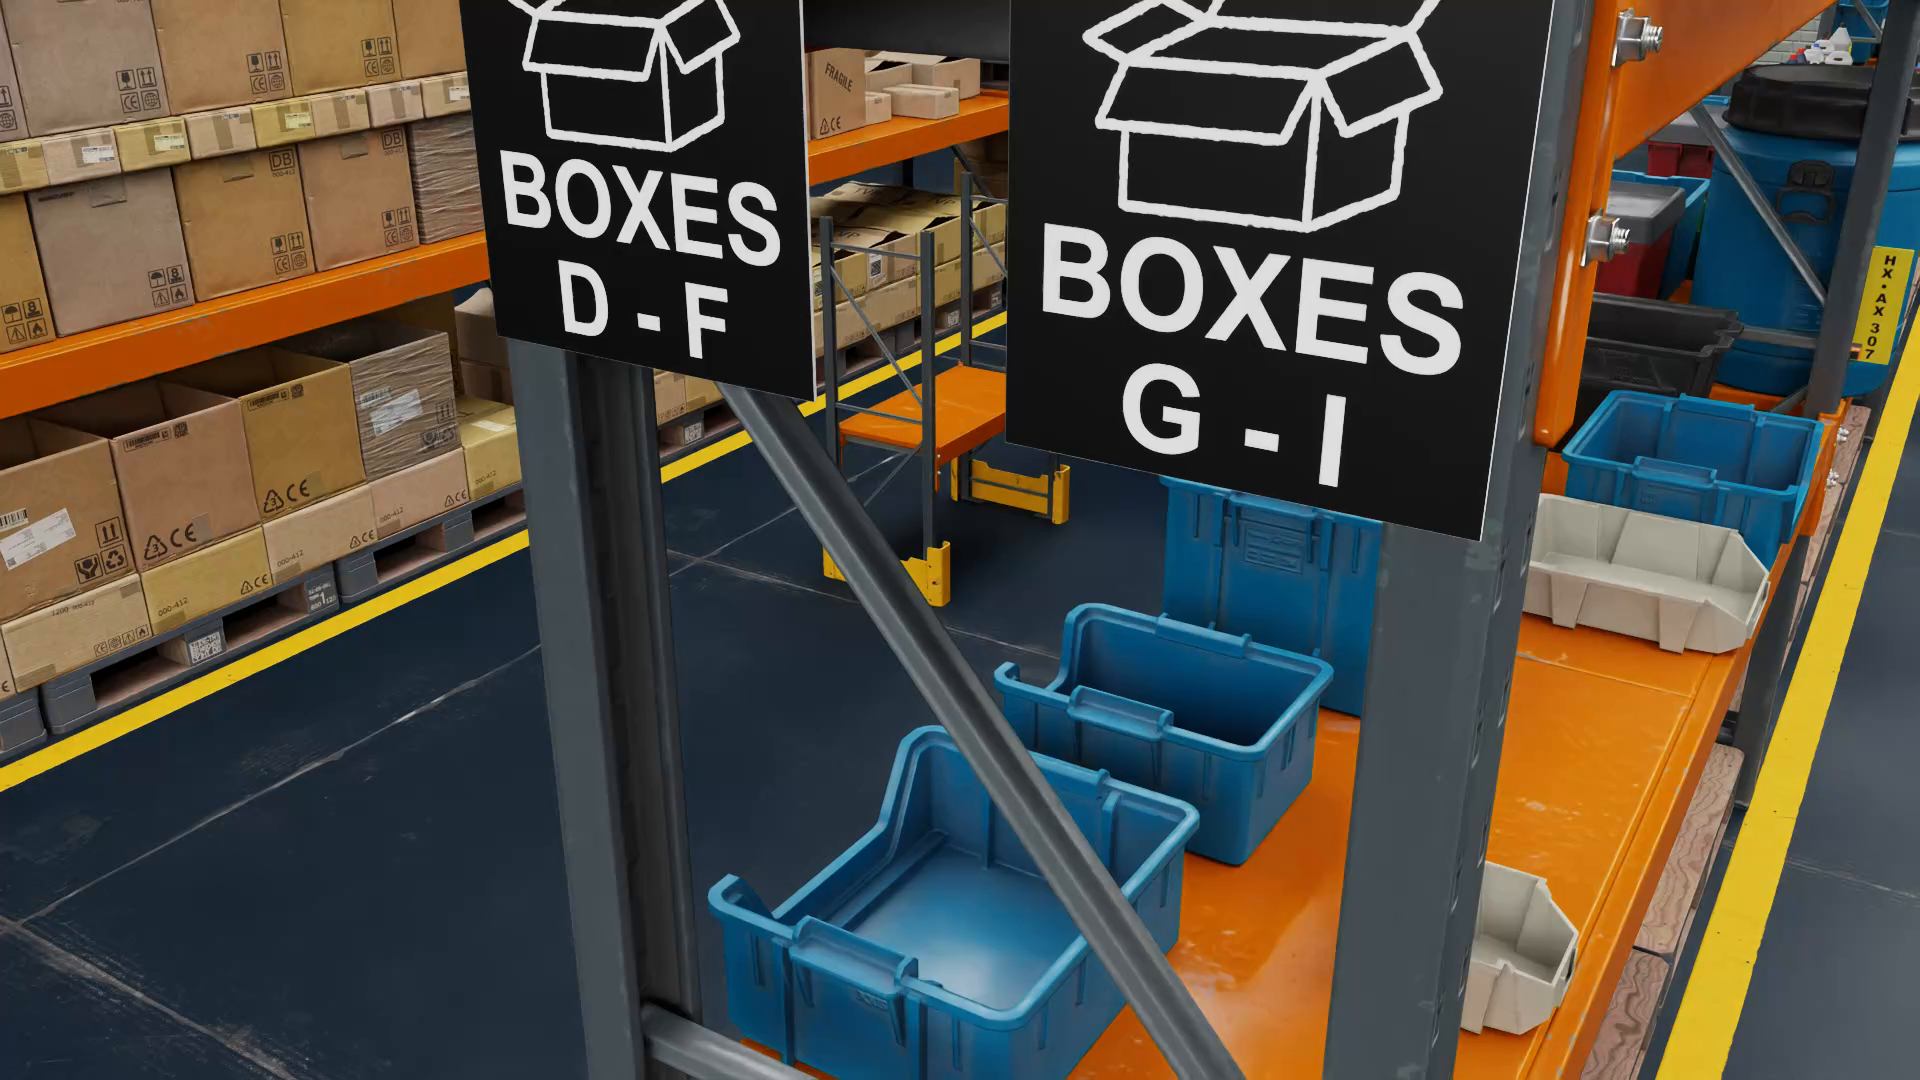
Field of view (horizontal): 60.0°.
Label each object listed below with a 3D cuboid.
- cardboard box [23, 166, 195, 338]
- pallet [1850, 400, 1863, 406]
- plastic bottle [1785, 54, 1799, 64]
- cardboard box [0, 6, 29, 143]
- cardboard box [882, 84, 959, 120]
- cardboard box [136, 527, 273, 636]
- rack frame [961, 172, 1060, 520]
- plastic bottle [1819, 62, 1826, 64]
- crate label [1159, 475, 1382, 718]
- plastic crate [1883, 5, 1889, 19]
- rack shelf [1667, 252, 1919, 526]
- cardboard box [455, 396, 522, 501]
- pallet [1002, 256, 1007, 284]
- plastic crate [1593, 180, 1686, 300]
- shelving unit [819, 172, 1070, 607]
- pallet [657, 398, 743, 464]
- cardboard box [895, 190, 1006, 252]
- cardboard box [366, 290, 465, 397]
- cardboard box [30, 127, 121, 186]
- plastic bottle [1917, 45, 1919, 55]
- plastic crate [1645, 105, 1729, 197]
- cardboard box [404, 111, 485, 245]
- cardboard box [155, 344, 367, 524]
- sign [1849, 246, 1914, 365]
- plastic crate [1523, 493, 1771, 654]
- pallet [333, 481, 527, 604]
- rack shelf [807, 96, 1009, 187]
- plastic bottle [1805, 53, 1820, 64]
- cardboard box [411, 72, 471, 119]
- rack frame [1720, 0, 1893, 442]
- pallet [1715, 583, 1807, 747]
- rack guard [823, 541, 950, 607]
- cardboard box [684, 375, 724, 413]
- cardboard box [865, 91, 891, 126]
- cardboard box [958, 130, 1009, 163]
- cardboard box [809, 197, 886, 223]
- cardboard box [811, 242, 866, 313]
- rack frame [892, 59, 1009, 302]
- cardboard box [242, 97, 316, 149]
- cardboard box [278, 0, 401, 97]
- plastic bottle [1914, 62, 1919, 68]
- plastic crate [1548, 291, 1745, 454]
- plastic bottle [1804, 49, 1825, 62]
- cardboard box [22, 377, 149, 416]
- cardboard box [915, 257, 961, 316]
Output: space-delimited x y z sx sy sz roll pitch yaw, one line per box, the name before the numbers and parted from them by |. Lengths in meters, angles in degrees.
cardboard box | -3.140 -1.058 5.791 0.700 0.500 0.500 15 27 31
pallet | 4.595 -0.990 9.270 1.003 0.211 1.213 14 27 29
plastic bottle | 4.788 -2.629 9.608 0.144 0.351 0.185 14 27 29
cardboard box | -3.388 -1.497 5.173 0.700 0.500 0.500 14 27 29
cardboard box | -0.231 -2.557 9.697 0.380 0.149 0.250 14 27 29
cardboard box | -2.947 0.095 6.187 0.500 0.250 0.500 14 27 29
rack frame | 0.223 -0.831 7.282 0.500 1.500 0.032 14 27 29
plastic bottle | 5.081 -2.689 9.848 0.097 0.271 0.097 0 23 0
crate label | 0.736 0.011 3.403 0.502 0.435 0.616 14 27 29
plastic crate | 7.172 -4.085 13.046 0.416 0.233 0.300 14 27 29
rack shelf | 3.160 -0.989 6.665 1.077 0.370 4.000 14 27 29
cardboard box | -2.160 -0.412 7.359 0.500 0.250 0.500 14 27 29
pallet | 0.434 -1.998 11.600 1.003 0.211 1.213 14 27 29
plastic crate | 2.100 -0.901 5.476 0.402 0.464 0.583 14 27 29
shelving unit | -0.040 -0.663 6.893 0.587 1.500 1.083 14 27 29
pallet | -1.746 -0.661 8.511 1.003 0.211 1.213 14 27 29
cardboard box | -0.059 -1.994 10.306 0.500 0.311 0.500 15 27 30
cardboard box | -2.612 -0.868 7.468 0.500 0.500 0.500 14 27 29
cardboard box | -3.010 -1.283 5.496 0.380 0.149 0.250 14 27 29
plastic bottle | 5.898 -2.911 10.260 0.144 0.351 0.185 14 27 29
plastic crate | 3.102 -1.543 6.957 0.402 0.464 0.583 14 27 29
cardboard box | -2.330 -1.579 6.995 0.700 0.500 0.500 13 27 28
cardboard box | -2.695 -0.421 6.434 0.500 0.500 0.500 14 27 29
sign | 2.566 -0.652 4.633 0.100 0.325 0.005 14 27 29
plastic crate | 1.463 0.078 3.627 0.530 0.136 0.437 14 27 29
pallet | -2.557 -0.144 7.318 1.003 0.211 1.213 14 27 29
rack shelf | -1.047 -2.029 9.066 1.077 0.370 4.000 14 27 29
plastic bottle | 5.146 -2.820 10.146 0.152 0.276 0.135 14 27 29
cardboard box | -2.195 -1.808 6.707 0.380 0.149 0.250 13 27 28
rack frame | 4.215 -1.994 8.082 1.000 3.000 0.127 14 27 29
pallet | 2.486 0.362 6.148 1.003 0.211 1.213 14 27 29
rack guard | -0.303 0.079 6.753 0.587 0.250 0.087 14 27 29
cardboard box | -1.407 -0.871 8.419 0.500 0.250 0.500 15 27 30
cardboard box | -0.616 -2.476 9.511 0.380 0.149 0.250 16 28 33
cardboard box | 0.328 -2.817 11.631 0.500 0.250 0.500 15 28 31
cardboard box | -0.787 -1.928 10.154 0.500 0.311 0.500 13 27 28
cardboard box | -0.862 -1.478 9.116 0.500 0.311 0.500 15 27 30
rack frame | 0.008 -3.034 10.482 1.000 3.000 0.127 14 27 29
cardboard box | -2.601 -1.548 6.107 0.380 0.149 0.250 14 27 29
cardboard box | -2.596 -2.003 6.342 0.700 0.500 0.500 14 27 29
plastic bottle | 5.624 -2.687 9.844 0.097 0.271 0.097 0 23 0
plastic crate | 1.720 -0.466 4.629 0.767 0.338 0.504 14 27 29
plastic bottle | 5.268 -2.899 10.326 0.152 0.276 0.135 14 27 29
cardboard box | -3.402 -0.361 6.297 0.500 0.500 0.500 14 27 29
cardboard box | -0.331 -1.561 10.013 0.500 0.250 0.500 14 27 28
